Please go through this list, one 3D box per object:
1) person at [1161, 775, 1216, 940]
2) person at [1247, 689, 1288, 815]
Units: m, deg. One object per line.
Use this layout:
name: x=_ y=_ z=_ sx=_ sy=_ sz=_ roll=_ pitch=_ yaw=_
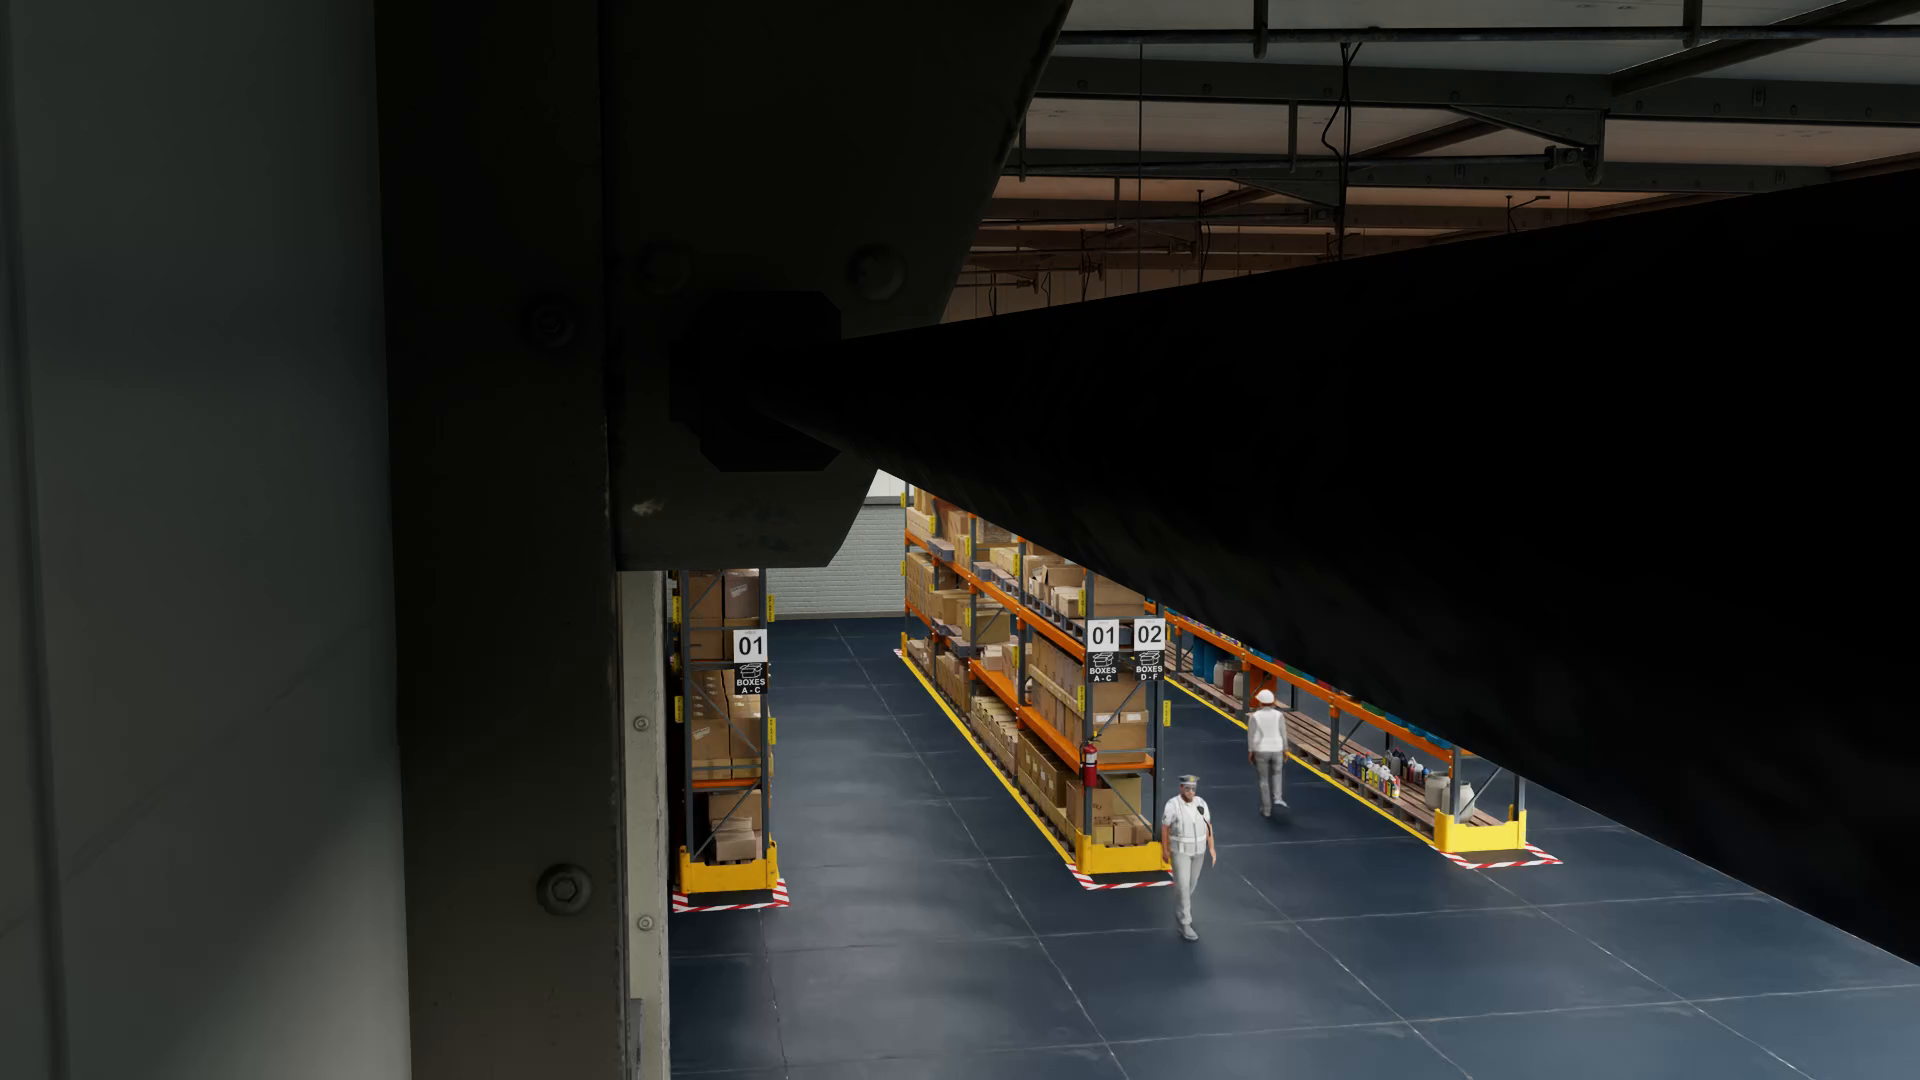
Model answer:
person: x=2.610 y=3.509 z=18.704 sx=0.546 sy=1.736 sz=0.846 roll=-3 pitch=6 yaw=-24
person: x=4.356 y=3.002 z=23.580 sx=0.570 sy=1.763 sz=0.478 roll=0 pitch=6 yaw=0
